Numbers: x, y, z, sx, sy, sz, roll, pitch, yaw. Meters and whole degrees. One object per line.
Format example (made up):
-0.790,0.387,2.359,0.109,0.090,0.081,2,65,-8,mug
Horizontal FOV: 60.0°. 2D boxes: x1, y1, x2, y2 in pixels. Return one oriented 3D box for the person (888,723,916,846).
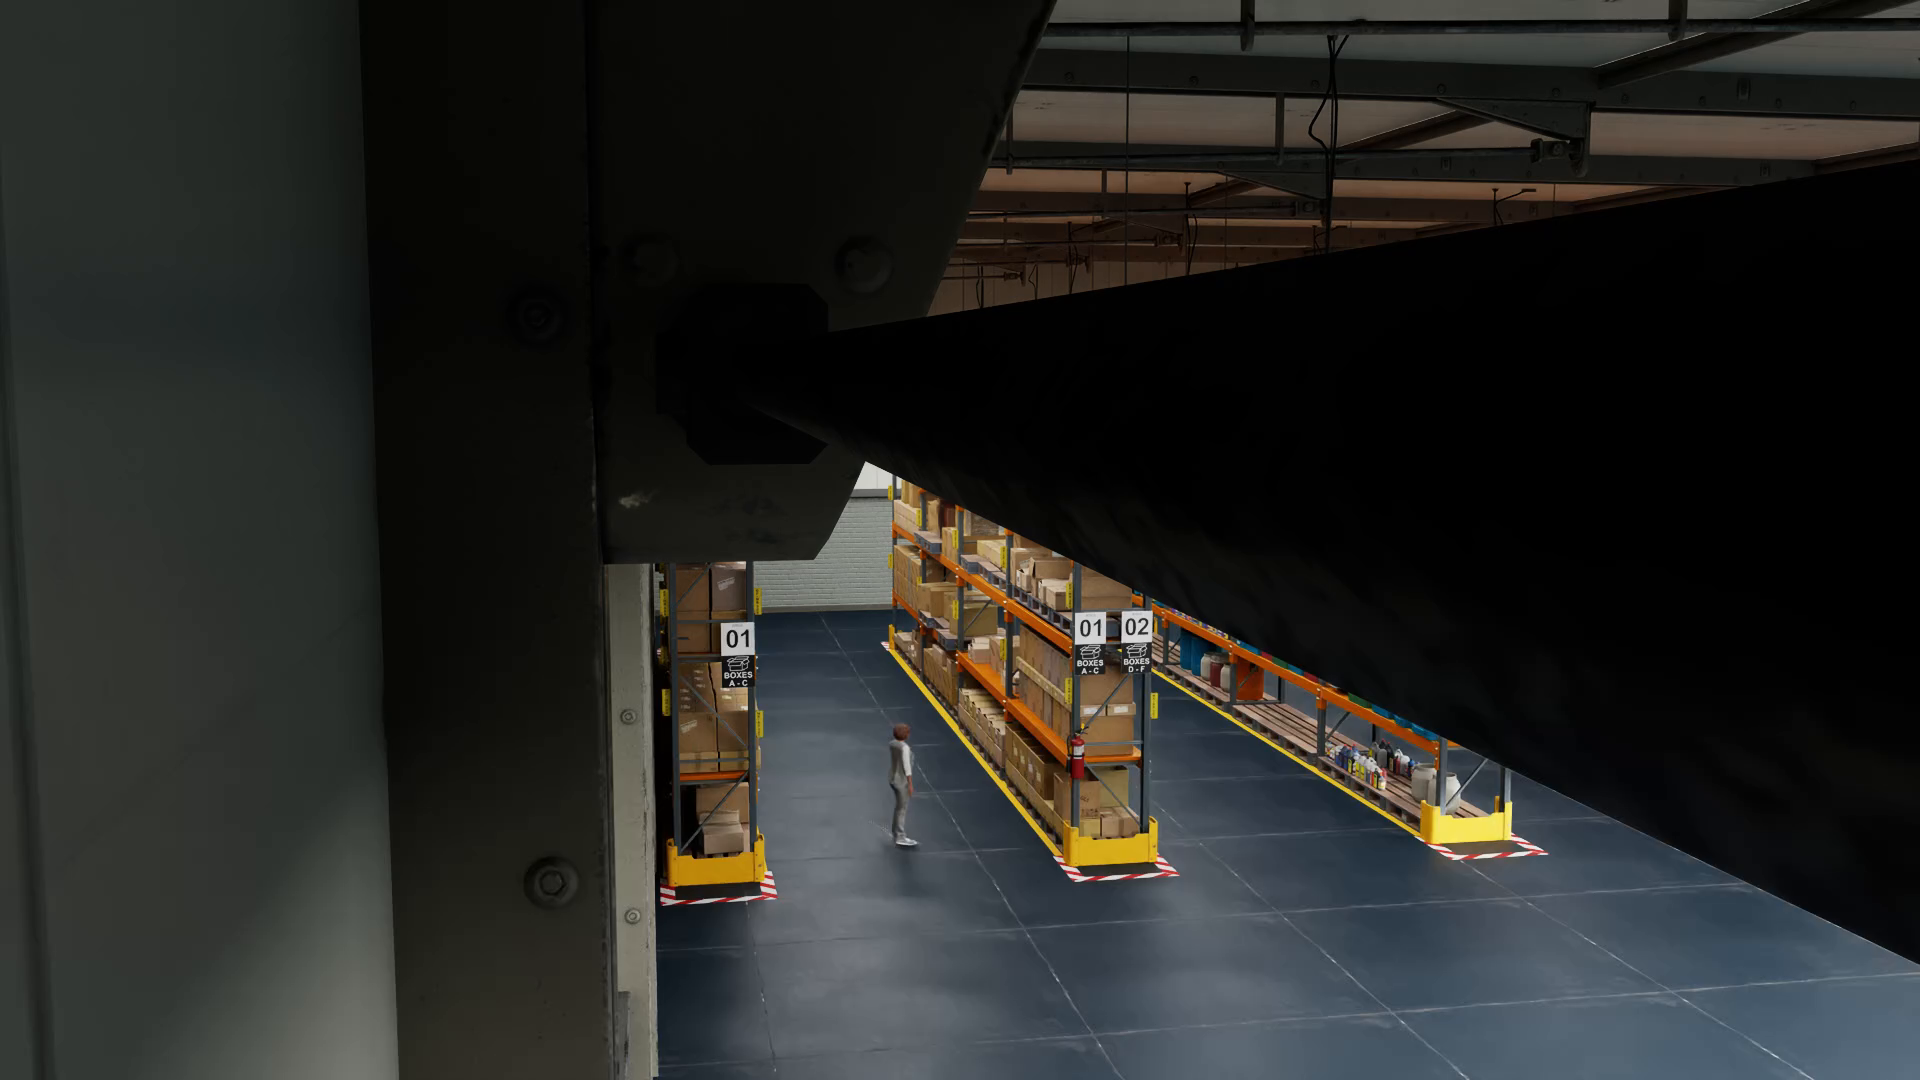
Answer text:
-0.758,3.225,21.784,0.322,1.646,0.463,-3,7,-25,person
